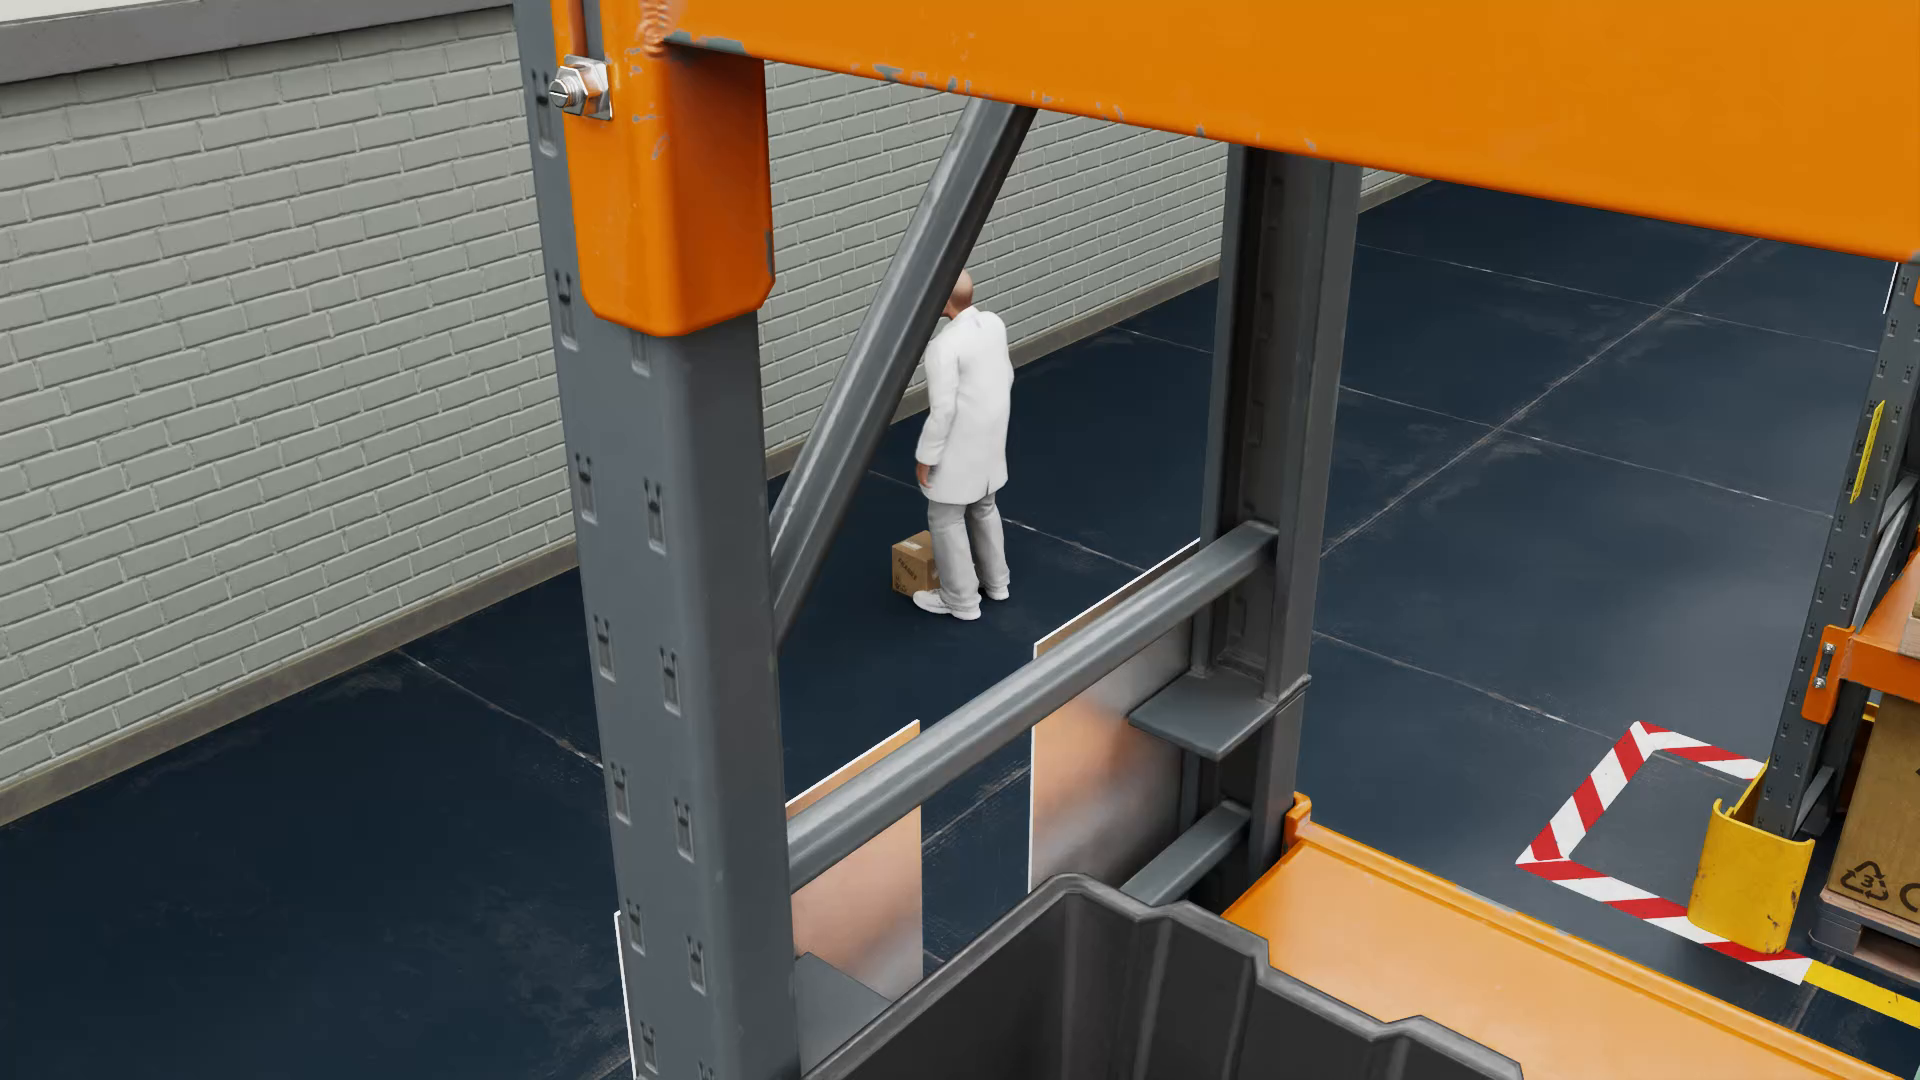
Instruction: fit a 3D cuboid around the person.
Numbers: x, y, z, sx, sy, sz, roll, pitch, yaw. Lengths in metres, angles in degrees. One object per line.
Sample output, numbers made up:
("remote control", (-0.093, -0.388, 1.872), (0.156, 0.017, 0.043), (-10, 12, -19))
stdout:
("person", (0.013, -0.466, 8.048), (0.421, 1.774, 0.654), (19, 32, 32))
